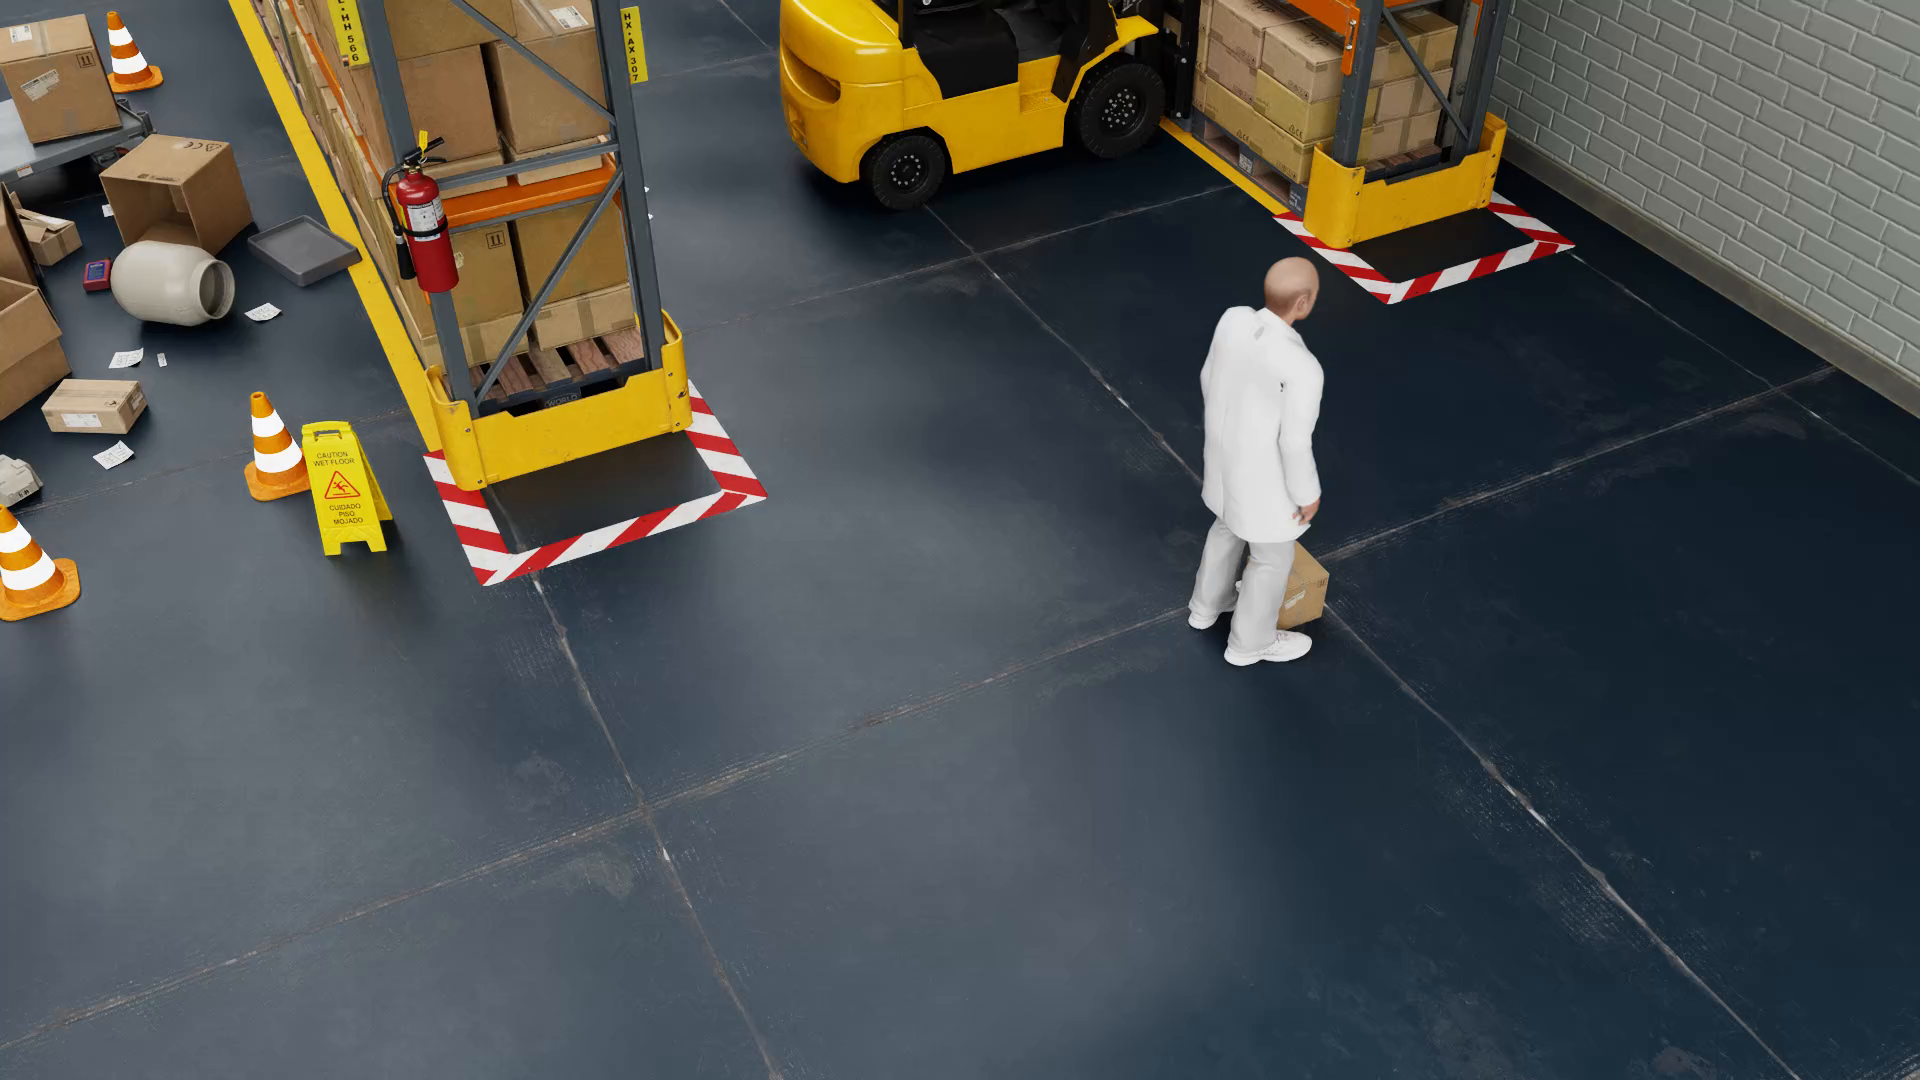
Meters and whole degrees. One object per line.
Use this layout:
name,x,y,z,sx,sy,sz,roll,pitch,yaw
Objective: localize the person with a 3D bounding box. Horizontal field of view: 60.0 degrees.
person,1.167,-0.303,6.522,0.415,1.774,0.654,-20,44,-21
